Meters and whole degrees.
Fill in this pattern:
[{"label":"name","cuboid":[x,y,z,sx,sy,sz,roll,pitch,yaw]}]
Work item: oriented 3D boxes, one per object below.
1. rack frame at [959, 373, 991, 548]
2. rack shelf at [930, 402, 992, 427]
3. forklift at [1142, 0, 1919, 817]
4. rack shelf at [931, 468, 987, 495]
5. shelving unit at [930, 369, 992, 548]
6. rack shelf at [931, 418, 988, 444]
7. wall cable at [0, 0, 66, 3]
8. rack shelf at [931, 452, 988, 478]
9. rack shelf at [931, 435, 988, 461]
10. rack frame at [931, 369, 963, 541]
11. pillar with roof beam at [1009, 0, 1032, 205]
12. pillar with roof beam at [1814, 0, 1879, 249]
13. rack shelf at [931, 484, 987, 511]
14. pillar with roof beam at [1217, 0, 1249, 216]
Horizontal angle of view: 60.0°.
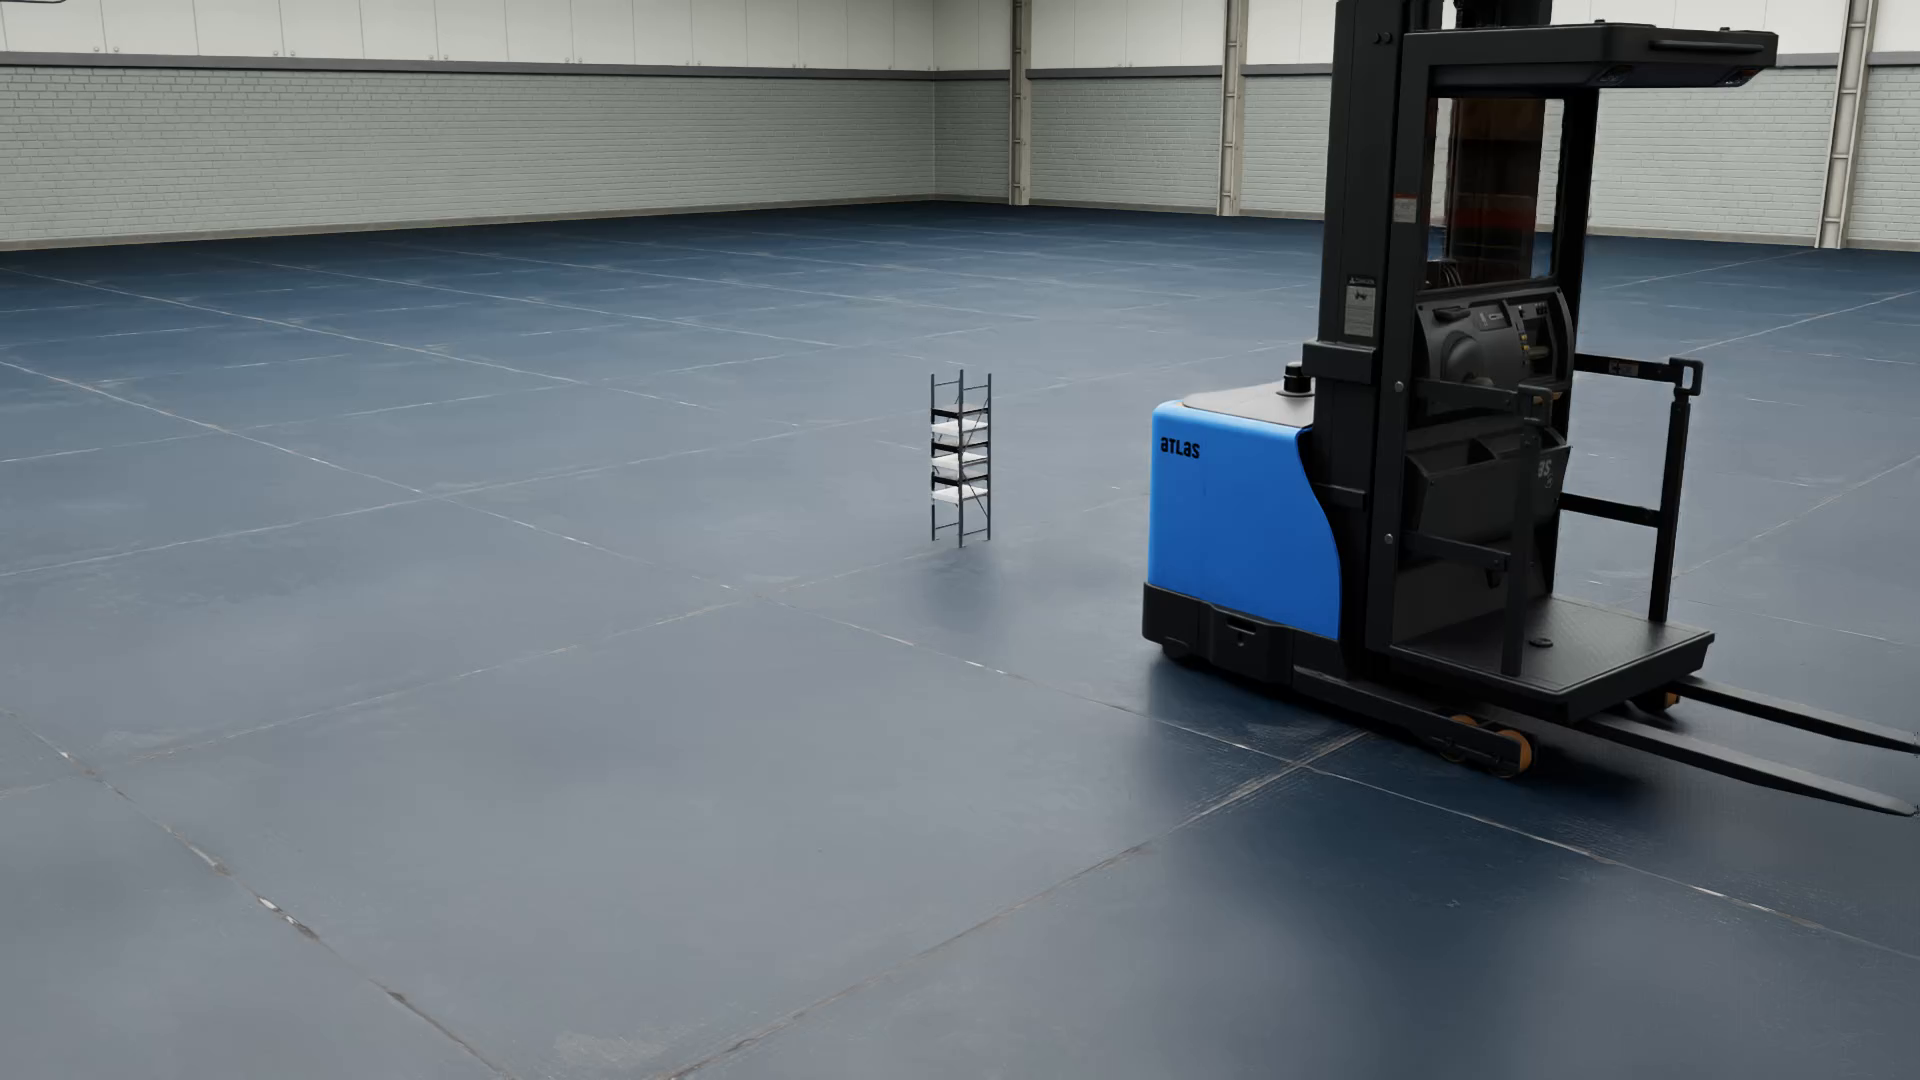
[{"label":"rack frame","cuboid":[0.079,-0.416,8.745,0.006,0.900,0.240,14,20,42]},{"label":"rack shelf","cuboid":[0.006,-0.663,8.753,0.200,0.077,0.258,14,20,42]},{"label":"forklift","cuboid":[2.102,-0.735,5.939,1.130,2.935,3.031,-12,19,-38]},{"label":"rack shelf","cuboid":[0.006,-0.315,8.844,0.200,0.077,0.258,14,20,42]},{"label":"shelving unit","cuboid":[0.006,-0.434,8.813,0.210,0.900,0.258,14,20,42]},{"label":"rack shelf","cuboid":[0.006,-0.576,8.776,0.200,0.077,0.258,14,20,42]},{"label":"wall cable","cuboid":[-15.055,-10.735,25.540,0.169,6.003,2.305,14,20,42]},{"label":"rack shelf","cuboid":[0.006,-0.402,8.822,0.200,0.077,0.258,14,20,42]},{"label":"rack shelf","cuboid":[0.006,-0.489,8.799,0.200,0.077,0.258,14,20,42]},{"label":"rack frame","cuboid":[-0.067,-0.452,8.881,0.006,0.900,0.240,14,20,42]},{"label":"pillar with roof beam","cuboid":[-1.577,-11.549,35.411,0.400,9.000,9.100,14,20,42]},{"label":"pillar with roof beam","cuboid":[11.381,-8.399,23.320,0.400,9.000,9.100,14,20,42]},{"label":"rack shelf","cuboid":[0.006,-0.228,8.867,0.200,0.077,0.258,14,20,42]},{"label":"pillar with roof beam","cuboid":[2.742,-10.499,31.381,0.400,9.000,9.100,14,20,42]}]
